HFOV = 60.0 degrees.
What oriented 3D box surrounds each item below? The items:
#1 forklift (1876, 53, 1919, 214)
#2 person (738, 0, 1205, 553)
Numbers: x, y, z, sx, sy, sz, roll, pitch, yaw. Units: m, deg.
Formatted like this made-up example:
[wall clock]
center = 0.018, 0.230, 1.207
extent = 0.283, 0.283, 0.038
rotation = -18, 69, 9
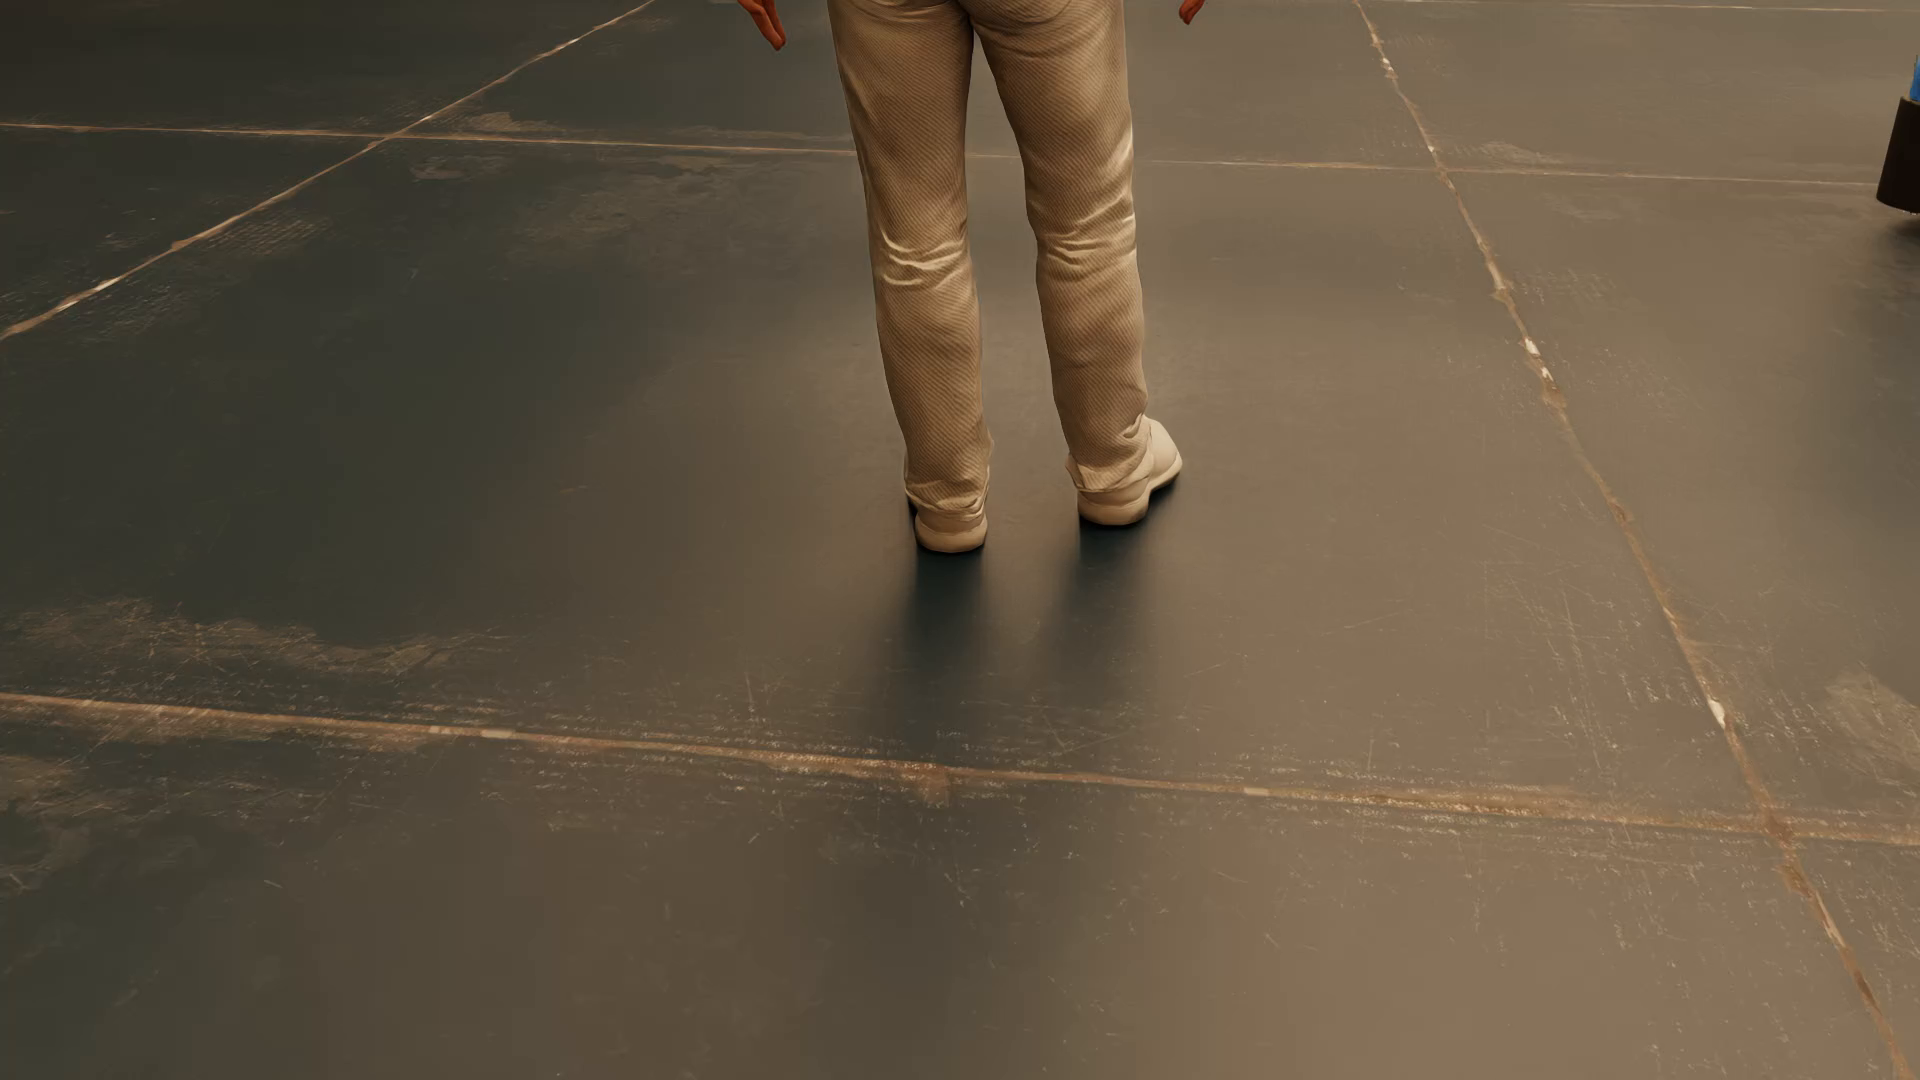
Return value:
[forklift]
center = 3.732, -2.166, 3.559
extent = 3.031, 2.935, 1.130
rotation = -13, 29, -24
[person]
center = 0.015, -0.827, 2.164
extent = 0.665, 1.768, 0.575
rotation = 3, 27, 7
